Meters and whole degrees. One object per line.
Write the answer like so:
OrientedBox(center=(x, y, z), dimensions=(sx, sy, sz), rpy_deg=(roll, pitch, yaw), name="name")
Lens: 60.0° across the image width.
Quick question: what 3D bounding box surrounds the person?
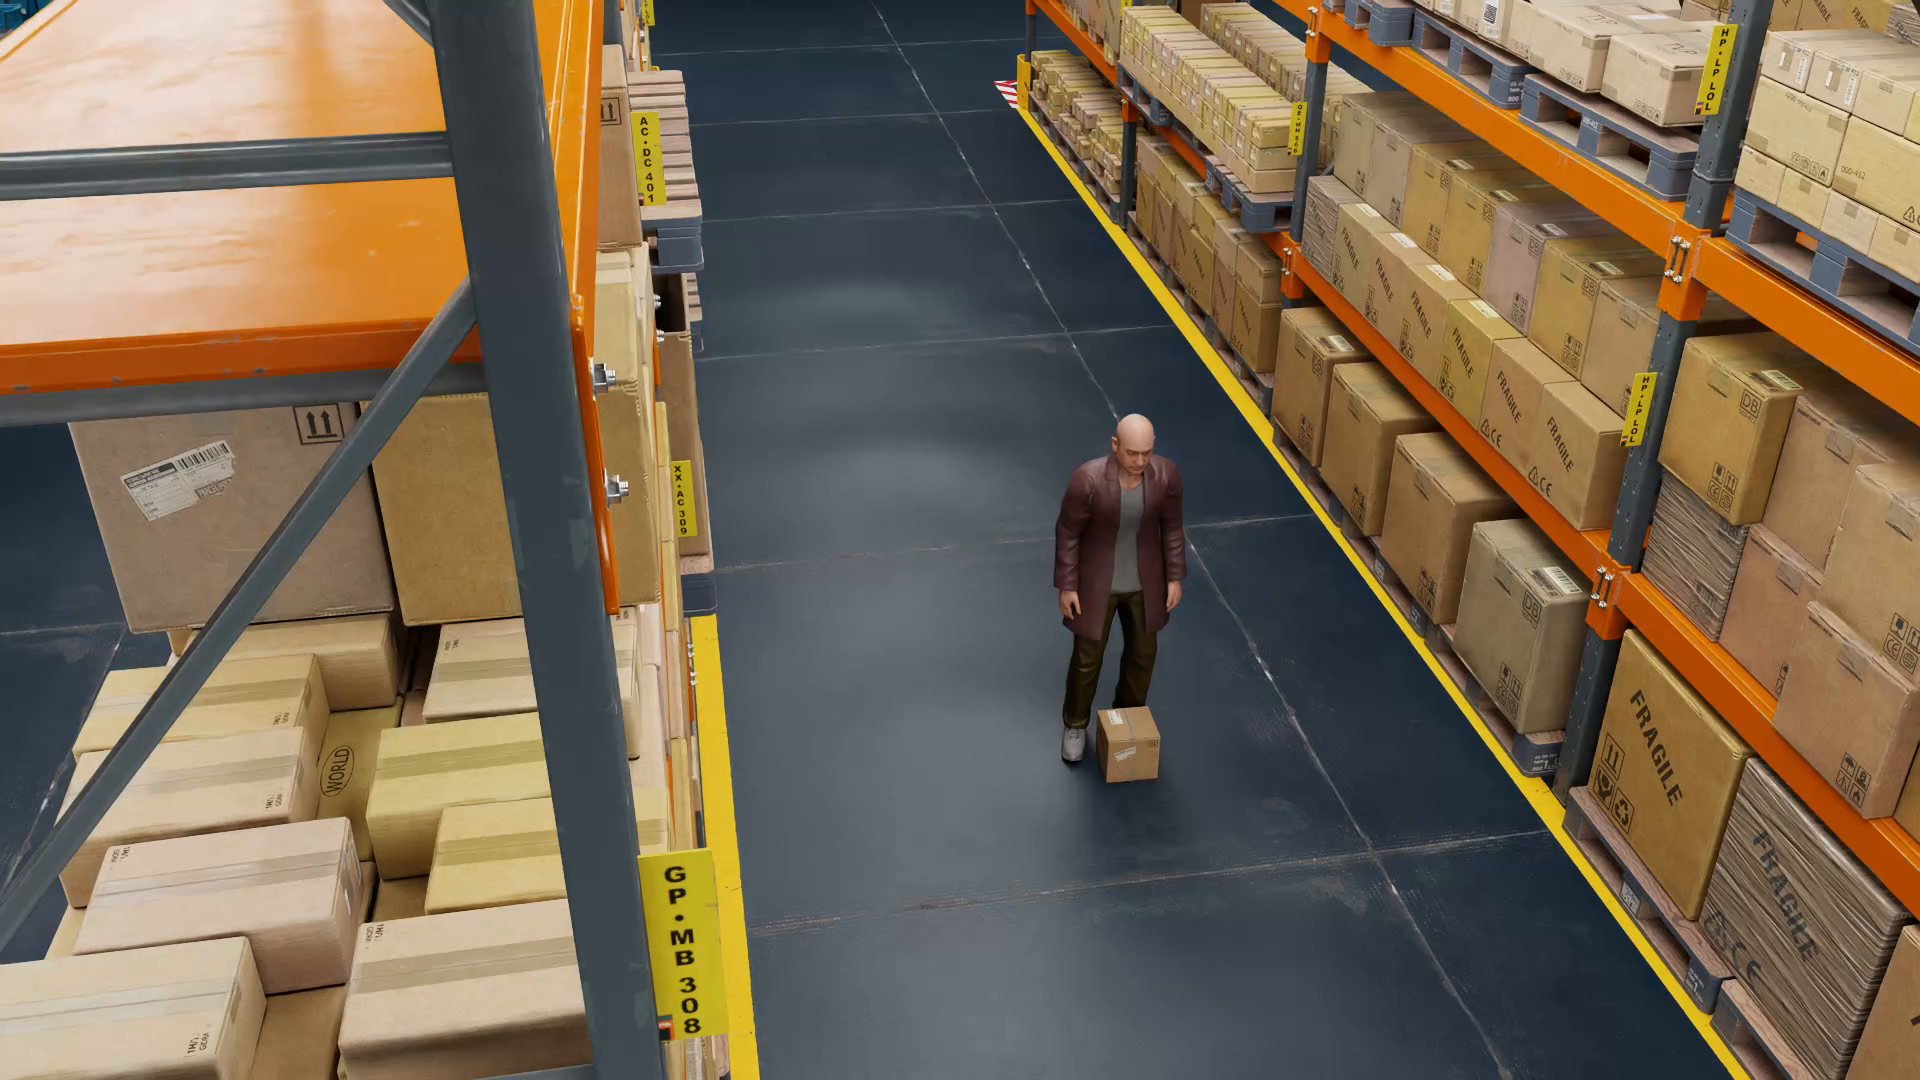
OrientedBox(center=(0.750, 0.202, 7.810), dimensions=(0.642, 1.774, 0.423), rpy_deg=(-5, 31, -9), name="person")
